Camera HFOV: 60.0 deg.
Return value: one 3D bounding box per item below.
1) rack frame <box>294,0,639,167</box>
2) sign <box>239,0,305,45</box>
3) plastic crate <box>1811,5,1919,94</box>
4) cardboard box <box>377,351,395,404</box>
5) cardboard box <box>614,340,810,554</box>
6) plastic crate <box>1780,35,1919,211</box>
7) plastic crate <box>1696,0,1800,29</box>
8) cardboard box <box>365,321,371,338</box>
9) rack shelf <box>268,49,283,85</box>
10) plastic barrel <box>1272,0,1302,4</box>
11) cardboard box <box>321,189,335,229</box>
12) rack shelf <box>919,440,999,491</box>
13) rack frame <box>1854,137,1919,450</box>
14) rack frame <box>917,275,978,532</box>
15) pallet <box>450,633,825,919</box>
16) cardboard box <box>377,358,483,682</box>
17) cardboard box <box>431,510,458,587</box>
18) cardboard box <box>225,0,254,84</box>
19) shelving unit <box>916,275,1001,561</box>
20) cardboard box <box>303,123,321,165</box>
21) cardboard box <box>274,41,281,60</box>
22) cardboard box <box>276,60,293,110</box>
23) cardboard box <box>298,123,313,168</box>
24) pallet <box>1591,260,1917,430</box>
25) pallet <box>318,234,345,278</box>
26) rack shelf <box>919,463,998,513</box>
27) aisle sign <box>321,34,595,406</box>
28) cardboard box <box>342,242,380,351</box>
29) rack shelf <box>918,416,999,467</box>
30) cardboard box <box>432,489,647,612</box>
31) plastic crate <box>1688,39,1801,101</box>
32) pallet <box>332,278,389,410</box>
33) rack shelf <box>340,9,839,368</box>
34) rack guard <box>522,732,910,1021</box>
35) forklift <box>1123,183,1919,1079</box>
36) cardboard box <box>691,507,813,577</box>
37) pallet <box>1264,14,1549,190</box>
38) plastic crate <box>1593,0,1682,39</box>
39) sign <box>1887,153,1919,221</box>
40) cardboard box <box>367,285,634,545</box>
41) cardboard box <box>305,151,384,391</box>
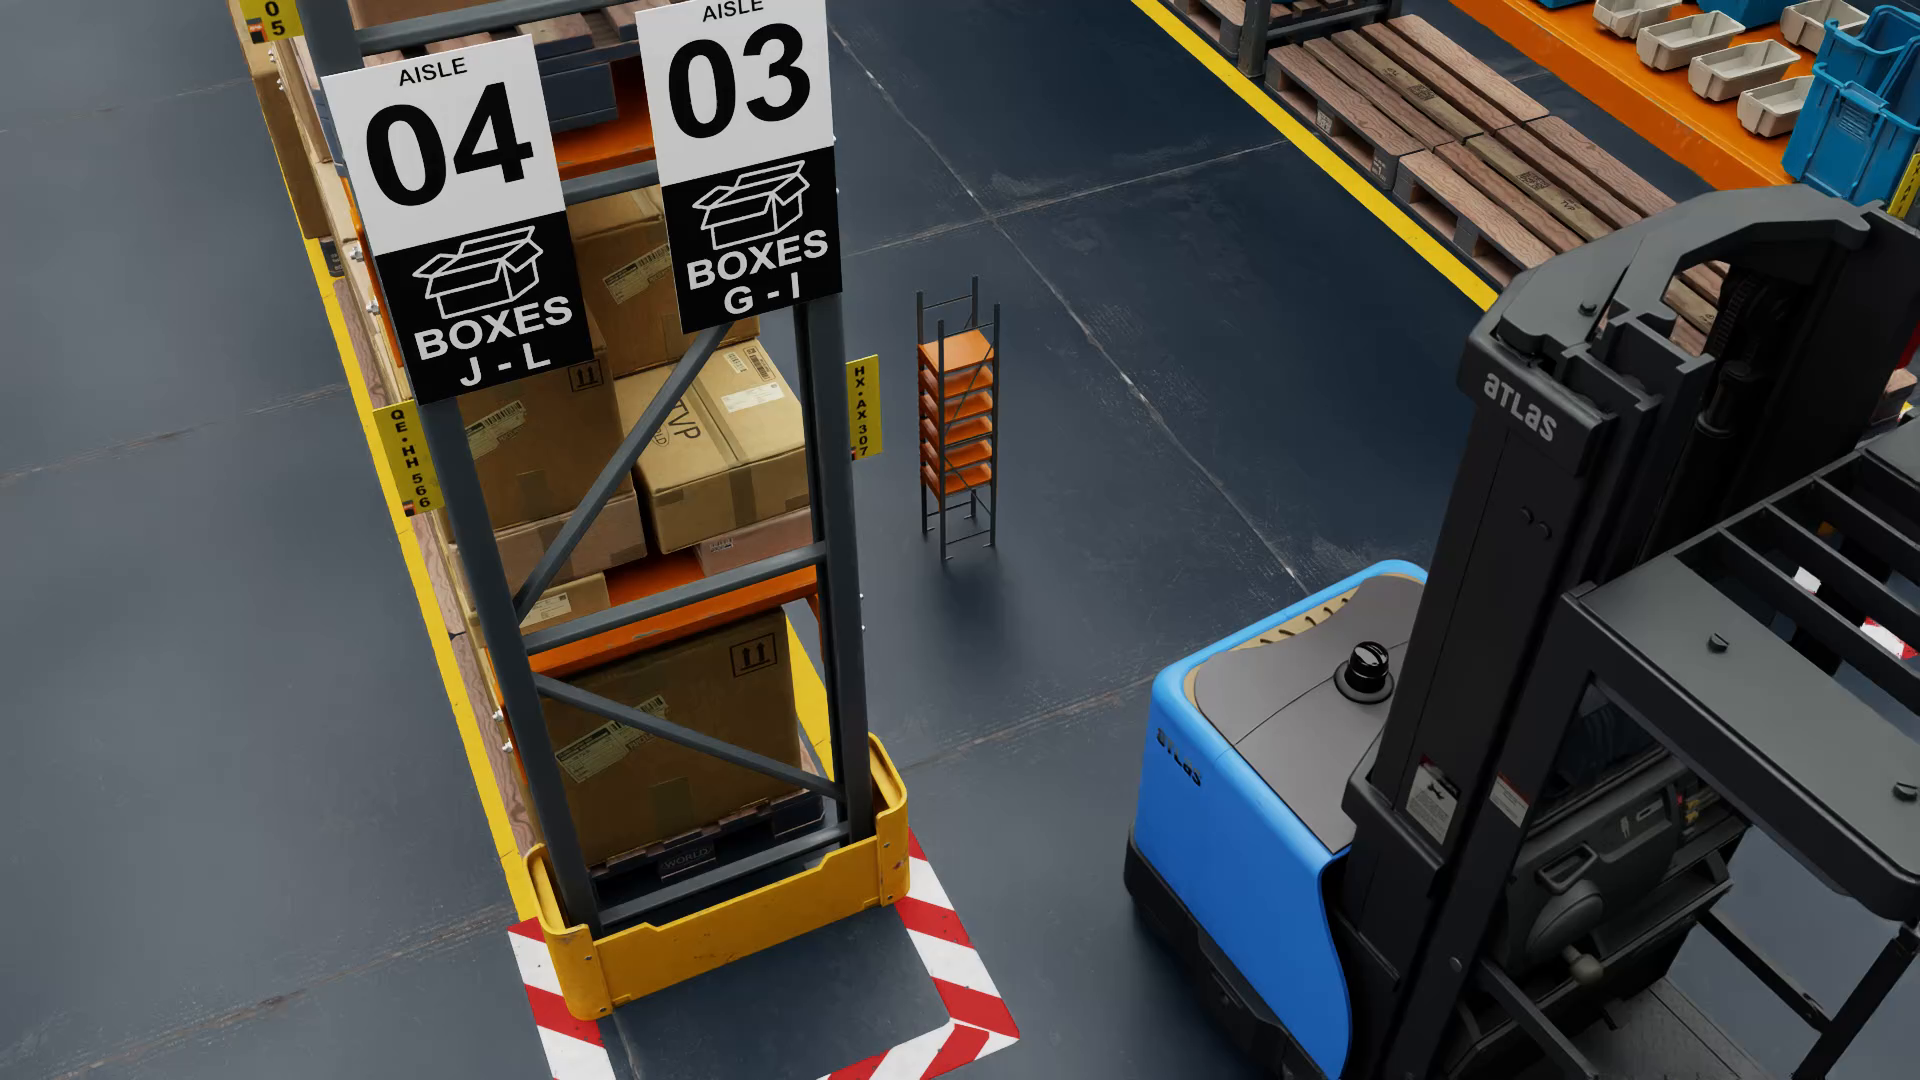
[{"bbox_3d":[-0.758,-1.975,2.344,1.000,3.000,0.127,-18,47,-17],"label":"rack frame"},{"bbox_3d":[-1.256,-1.043,2.961,0.100,0.325,0.005,-18,47,-17],"label":"sign"},{"bbox_3d":[3.654,-1.938,6.655,0.416,0.233,0.300,-18,47,-17],"label":"plastic crate"},{"bbox_3d":[-1.637,-0.530,5.330,0.380,0.149,0.250,-19,48,-18],"label":"cardboard box"},{"bbox_3d":[-0.715,-0.277,4.790,0.500,0.250,0.500,-19,48,-18],"label":"cardboard box"},{"bbox_3d":[3.426,-1.494,6.061,0.616,0.435,0.499,-18,47,-17],"label":"plastic crate"},{"bbox_3d":[3.377,-2.357,7.080,0.416,0.233,0.300,-18,47,-17],"label":"plastic crate"},{"bbox_3d":[-1.849,-0.854,5.658,0.380,0.149,0.250,-17,47,-17],"label":"cardboard box"},{"bbox_3d":[-3.281,-3.407,8.579,1.077,0.370,4.000,-18,47,-17],"label":"rack shelf"},{"bbox_3d":[1.841,-3.605,9.463,0.600,0.901,0.708,-18,47,-17],"label":"plastic barrel"},{"bbox_3d":[-2.072,-1.186,5.996,0.380,0.149,0.250,-18,47,-17],"label":"cardboard box"},{"bbox_3d":[-0.006,-0.319,6.453,0.258,0.103,0.180,-18,47,-17],"label":"rack shelf"},{"bbox_3d":[3.736,-1.302,5.934,1.000,3.000,0.127,-18,47,-17],"label":"rack frame"},{"bbox_3d":[-0.045,-0.495,6.397,0.240,1.200,0.006,-18,47,-17],"label":"rack frame"},{"bbox_3d":[-1.165,0.667,5.924,1.003,0.211,1.213,-18,47,-17],"label":"pallet"},{"bbox_3d":[-1.482,-0.197,6.027,0.875,0.875,0.875,-18,47,-17],"label":"cardboard box"},{"bbox_3d":[-1.317,-0.045,4.839,0.380,0.149,0.250,-18,47,-17],"label":"cardboard box"},{"bbox_3d":[-3.104,-2.753,8.618,1.225,0.875,0.875,-20,48,-19],"label":"cardboard box"},{"bbox_3d":[-0.006,-0.436,6.338,0.258,1.200,0.189,-18,47,-17],"label":"shelving unit"},{"bbox_3d":[-2.052,-1.417,5.946,0.500,0.250,0.500,-17,47,-16],"label":"cardboard box"},{"bbox_3d":[-2.270,-2.011,6.013,0.500,0.500,0.500,-18,47,-17],"label":"cardboard box"},{"bbox_3d":[-2.507,-1.845,6.663,0.380,0.149,0.250,-20,48,-19],"label":"cardboard box"},{"bbox_3d":[-2.283,-1.510,6.324,0.380,0.149,0.250,-19,48,-18],"label":"cardboard box"},{"bbox_3d":[3.424,-0.846,7.458,1.003,0.211,1.213,-18,47,-17],"label":"pallet"},{"bbox_3d":[-2.833,-1.865,8.490,1.003,0.211,1.213,-18,47,-17],"label":"pallet"},{"bbox_3d":[-0.006,-0.234,6.538,0.258,0.103,0.180,-18,47,-17],"label":"rack shelf"},{"bbox_3d":[-1.000,-0.630,3.402,0.394,0.787,0.004,-18,47,-17],"label":"aisle sign"},{"bbox_3d":[-1.630,-0.770,5.290,0.500,0.250,0.500,-20,48,-19],"label":"cardboard box"},{"bbox_3d":[-0.006,-0.405,6.369,0.258,0.103,0.180,-18,47,-17],"label":"rack shelf"},{"bbox_3d":[-1.203,-0.122,4.633,0.500,0.250,0.500,-19,48,-18],"label":"cardboard box"},{"bbox_3d":[3.120,-1.885,6.669,0.396,0.136,0.243,-18,47,-17],"label":"plastic crate"},{"bbox_3d":[-2.191,-0.888,7.500,1.003,0.211,1.213,-18,47,-17],"label":"pallet"},{"bbox_3d":[-1.599,-1.925,4.942,1.077,0.370,4.000,-18,47,-17],"label":"rack shelf"},{"bbox_3d":[-0.748,1.066,5.314,1.175,0.500,0.348,-18,47,-17],"label":"rack guard"},{"bbox_3d":[1.743,0.817,3.835,1.130,2.935,3.031,-23,49,-22],"label":"forklift"},{"bbox_3d":[-0.608,-0.074,4.868,0.380,0.149,0.250,-18,47,-17],"label":"cardboard box"},{"bbox_3d":[2.398,-2.401,9.033,1.003,0.211,1.213,-18,47,-17],"label":"pallet"},{"bbox_3d":[2.839,-2.238,7.028,0.298,0.136,0.250,-18,47,-17],"label":"plastic crate"},{"bbox_3d":[3.244,-1.187,5.701,0.100,0.325,0.005,-18,47,-17],"label":"sign"},{"bbox_3d":[-1.201,-0.392,4.372,0.500,0.500,0.500,-17,47,-17],"label":"cardboard box"},{"bbox_3d":[-2.235,-1.337,7.183,0.875,0.875,0.875,-18,47,-17],"label":"cardboard box"}]
